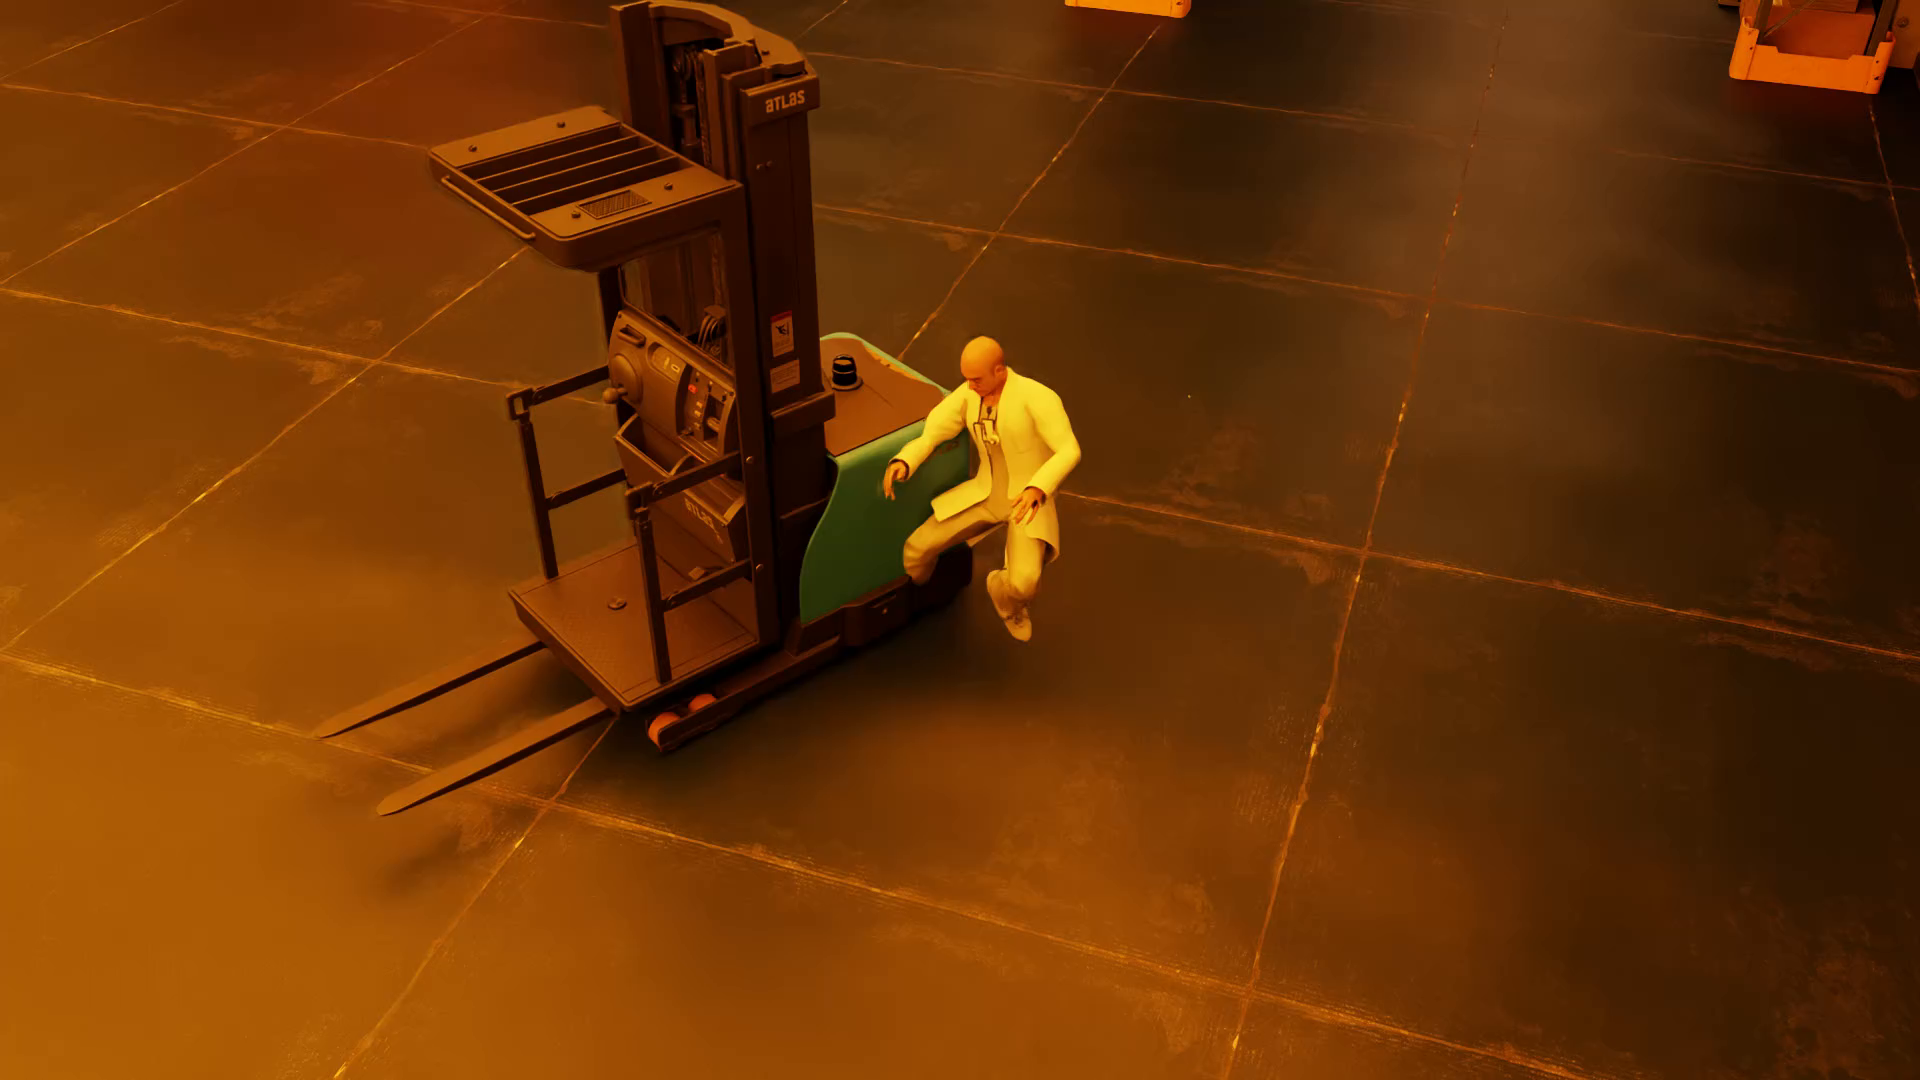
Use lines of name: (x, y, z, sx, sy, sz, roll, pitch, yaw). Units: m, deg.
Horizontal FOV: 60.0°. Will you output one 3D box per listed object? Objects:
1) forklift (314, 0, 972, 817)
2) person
forklift: (-1.391, -0.614, 6.977, 3.031, 2.935, 1.130, -26, 43, -32)
person: (0.054, -0.148, 7.526, 0.944, 1.538, 0.815, 25, 42, 31)
